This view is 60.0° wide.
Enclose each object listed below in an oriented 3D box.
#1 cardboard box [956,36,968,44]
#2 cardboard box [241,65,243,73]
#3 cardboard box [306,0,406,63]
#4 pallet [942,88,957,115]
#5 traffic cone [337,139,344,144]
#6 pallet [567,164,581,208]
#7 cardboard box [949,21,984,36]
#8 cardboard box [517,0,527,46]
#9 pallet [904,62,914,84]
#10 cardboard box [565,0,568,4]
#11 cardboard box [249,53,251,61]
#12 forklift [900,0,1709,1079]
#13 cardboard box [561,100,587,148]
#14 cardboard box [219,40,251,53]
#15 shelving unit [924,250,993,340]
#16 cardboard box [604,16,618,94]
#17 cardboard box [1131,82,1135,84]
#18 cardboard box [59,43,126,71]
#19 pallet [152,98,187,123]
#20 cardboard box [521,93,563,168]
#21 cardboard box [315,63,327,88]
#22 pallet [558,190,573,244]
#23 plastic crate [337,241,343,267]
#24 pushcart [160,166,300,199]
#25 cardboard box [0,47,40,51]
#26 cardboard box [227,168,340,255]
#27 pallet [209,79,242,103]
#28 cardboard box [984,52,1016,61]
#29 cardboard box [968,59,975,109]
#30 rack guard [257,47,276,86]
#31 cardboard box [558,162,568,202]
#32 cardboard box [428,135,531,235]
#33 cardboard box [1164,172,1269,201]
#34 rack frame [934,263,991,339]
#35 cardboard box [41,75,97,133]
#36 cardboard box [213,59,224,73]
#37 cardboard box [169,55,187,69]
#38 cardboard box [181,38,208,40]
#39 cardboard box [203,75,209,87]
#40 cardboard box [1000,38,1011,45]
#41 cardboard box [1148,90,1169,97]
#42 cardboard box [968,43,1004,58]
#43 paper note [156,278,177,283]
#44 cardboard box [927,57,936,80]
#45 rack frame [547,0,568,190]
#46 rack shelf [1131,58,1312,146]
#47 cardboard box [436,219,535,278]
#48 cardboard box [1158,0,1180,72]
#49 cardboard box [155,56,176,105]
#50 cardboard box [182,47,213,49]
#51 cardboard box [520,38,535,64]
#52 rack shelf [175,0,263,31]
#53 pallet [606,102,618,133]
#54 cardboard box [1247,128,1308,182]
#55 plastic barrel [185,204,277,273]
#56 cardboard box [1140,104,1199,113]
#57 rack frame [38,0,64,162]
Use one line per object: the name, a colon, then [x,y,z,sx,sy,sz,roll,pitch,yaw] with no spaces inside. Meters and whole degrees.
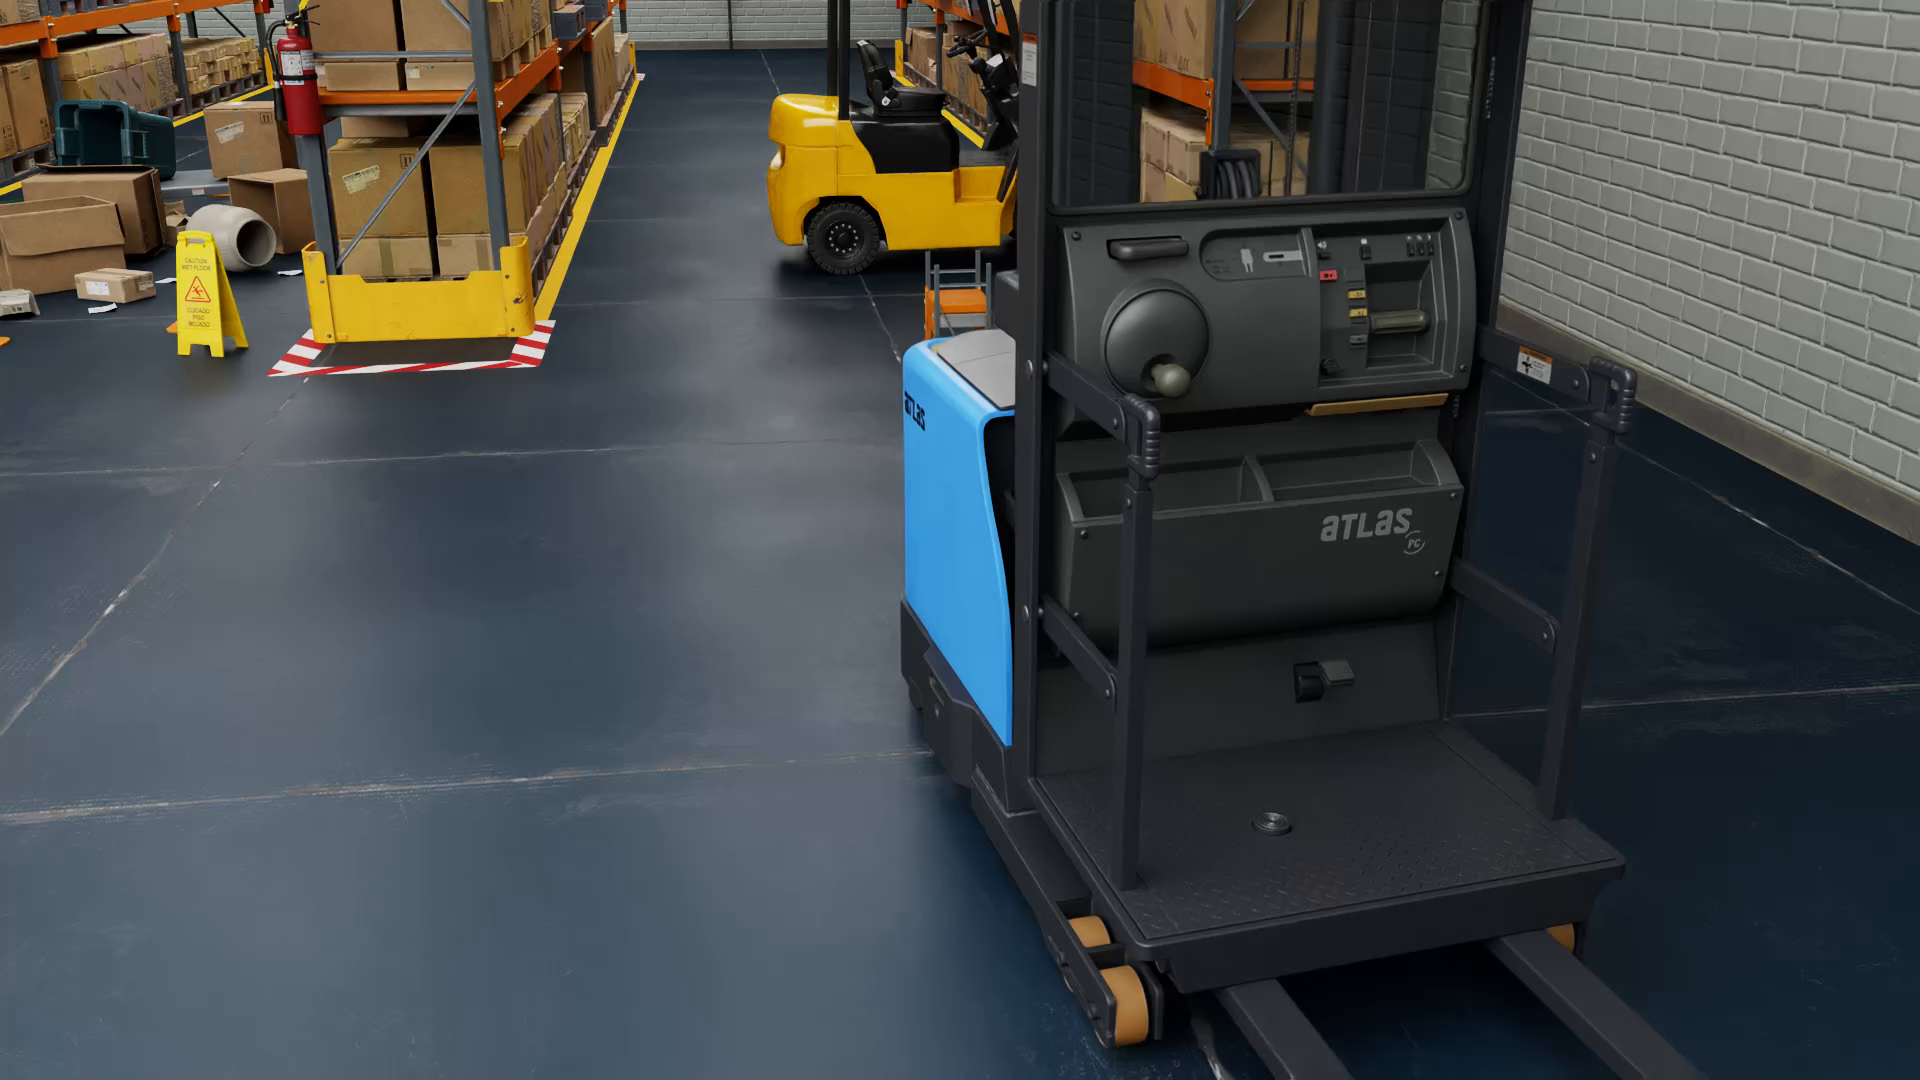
cardboard box: [0.156,-5.959,19.929,0.380,0.149,0.250,-4,21,-11]
cardboard box: [-9.748,-6.221,22.060,0.380,0.149,0.250,-3,21,-7]
cardboard box: [-3.329,-2.901,9.129,0.500,0.500,0.500,-3,21,-9]
pallet: [0.358,-5.361,20.269,1.003,0.211,1.213,-3,21,-8]
traffic cone: [-5.119,-3.096,13.845,0.336,0.463,0.334,-3,21,-8]
pallet: [-3.669,-2.889,13.650,1.003,0.211,1.213,-3,21,-8]
cardboard box: [0.076,-6.191,20.126,0.380,0.149,0.250,-4,21,-10]
cardboard box: [-2.925,-3.261,10.091,0.500,0.500,0.500,-3,21,-9]
pallet: [-0.247,-6.724,23.917,1.003,0.211,1.213,-3,21,-8]
cardboard box: [-3.495,-4.570,13.925,0.380,0.149,0.250,-3,21,-7]
cardboard box: [-9.826,-6.535,22.475,0.380,0.149,0.250,-3,21,-9]
forklift: [0.727,-0.482,3.319,1.130,2.935,3.031,-6,21,-15]
cardboard box: [-3.946,-3.825,15.327,0.950,0.372,0.625,-3,21,-9]
cardboard box: [-9.699,-6.592,22.204,0.380,0.149,0.250,-3,21,-9]
shelving unit: [-0.008,-0.510,6.082,0.215,1.050,0.252,-3,21,-8]
cardboard box: [-4.540,-5.687,19.591,0.875,0.875,0.875,-2,21,-6]
cardboard box: [1.166,-3.711,14.659,0.875,0.625,0.625,-3,21,-8]
cardboard box: [-9.007,-5.002,17.221,0.500,0.250,0.500,-3,21,-7]
pallet: [-9.478,-4.835,18.861,1.003,0.211,1.213,-3,21,-8]
cardboard box: [-3.204,-2.995,12.205,0.500,0.500,0.500,-3,21,-9]
cardboard box: [-3.390,-2.624,9.314,0.380,0.149,0.250,-3,21,-8]
pallet: [-3.423,-2.389,12.311,1.003,0.211,1.213,-3,21,-8]
plastic crate: [-4.140,-1.973,11.385,0.402,0.080,0.583,-11,23,-26]
pushcart: [-5.804,-2.565,12.545,1.648,0.377,0.936,-11,23,-26]
cardboard box: [-9.457,-4.801,16.684,0.500,0.250,0.500,-3,21,-7]
cardboard box: [-4.747,-2.317,11.700,0.500,0.500,0.500,12,24,29]
pallet: [-9.903,-5.759,21.333,1.003,0.211,1.213,-3,21,-8]
cardboard box: [0.458,-5.050,17.496,0.380,0.149,0.250,-4,21,-10]
cardboard box: [0.366,-5.079,18.499,0.500,0.500,0.500,-2,21,-5]
rack guard: [-10.158,-6.599,23.169,1.175,0.500,0.348,-3,21,-8]
cardboard box: [-3.204,-2.643,12.336,0.500,0.250,0.500,-2,21,-5]
cardboard box: [-2.825,-2.102,9.816,0.500,0.500,0.500,-4,21,-10]
cardboard box: [1.553,-2.088,10.135,0.500,0.250,0.500,-3,21,-8]
rack frame: [0.010,-0.468,5.969,0.200,1.050,0.008,-3,21,-8]
cardboard box: [-8.865,-4.310,16.440,0.500,0.500,0.500,-4,21,-10]
cardboard box: [-9.550,-6.000,21.042,0.380,0.149,0.250,-3,21,-8]
cardboard box: [-9.437,-5.681,19.763,0.380,0.149,0.250,-2,21,-6]
cardboard box: [-10.429,-6.737,22.592,0.380,0.149,0.250,-4,21,-10]
cardboard box: [-9.538,-5.676,20.599,0.380,0.149,0.250,-3,21,-9]
cardboard box: [0.678,-5.804,19.515,0.380,0.149,0.250,-2,21,-6]
cardboard box: [1.707,-3.219,12.449,0.500,0.250,0.500,-3,21,-9]
cardboard box: [0.295,-5.511,18.729,0.380,0.149,0.250,-4,21,-10]
paper note: [-5.058,-1.673,10.669,0.148,0.019,0.142,4,21,11]
cardboard box: [-0.219,-6.165,21.743,0.396,0.266,0.258,-2,21,-6]
rack frame: [-3.555,-3.926,12.440,1.000,3.000,0.127,-3,21,-8]
rack shelf: [1.645,-3.148,11.386,1.077,0.370,4.000,-3,21,-8]
cardboard box: [-2.821,-1.743,9.925,0.500,0.250,0.500,-3,21,-8]
cardboard box: [1.537,-3.177,10.292,0.500,0.500,0.500,-2,21,-6]
cardboard box: [-9.236,-5.193,18.806,0.500,0.500,0.500,-3,21,-9]
cardboard box: [-9.640,-6.136,20.981,0.380,0.149,0.250,-4,21,-10]
cardboard box: [-2.977,-3.183,10.811,0.380,0.149,0.250,-3,21,-7]
rack shelf: [-9.880,-6.767,21.074,1.077,0.370,4.000,-3,21,-8]
pallet: [-4.343,-4.703,18.506,1.003,0.211,1.213,-3,21,-8]
cardboard box: [2.051,-2.346,10.110,0.500,0.250,0.500,-3,21,-9]
plastic barrel: [-4.774,-1.973,10.893,0.512,0.421,0.421,12,24,30]
cardboard box: [1.330,-2.840,11.433,0.500,0.250,0.500,-3,21,-9]
rack frame: [-9.015,-5.026,15.386,1.000,3.000,0.127,-3,21,-8]
